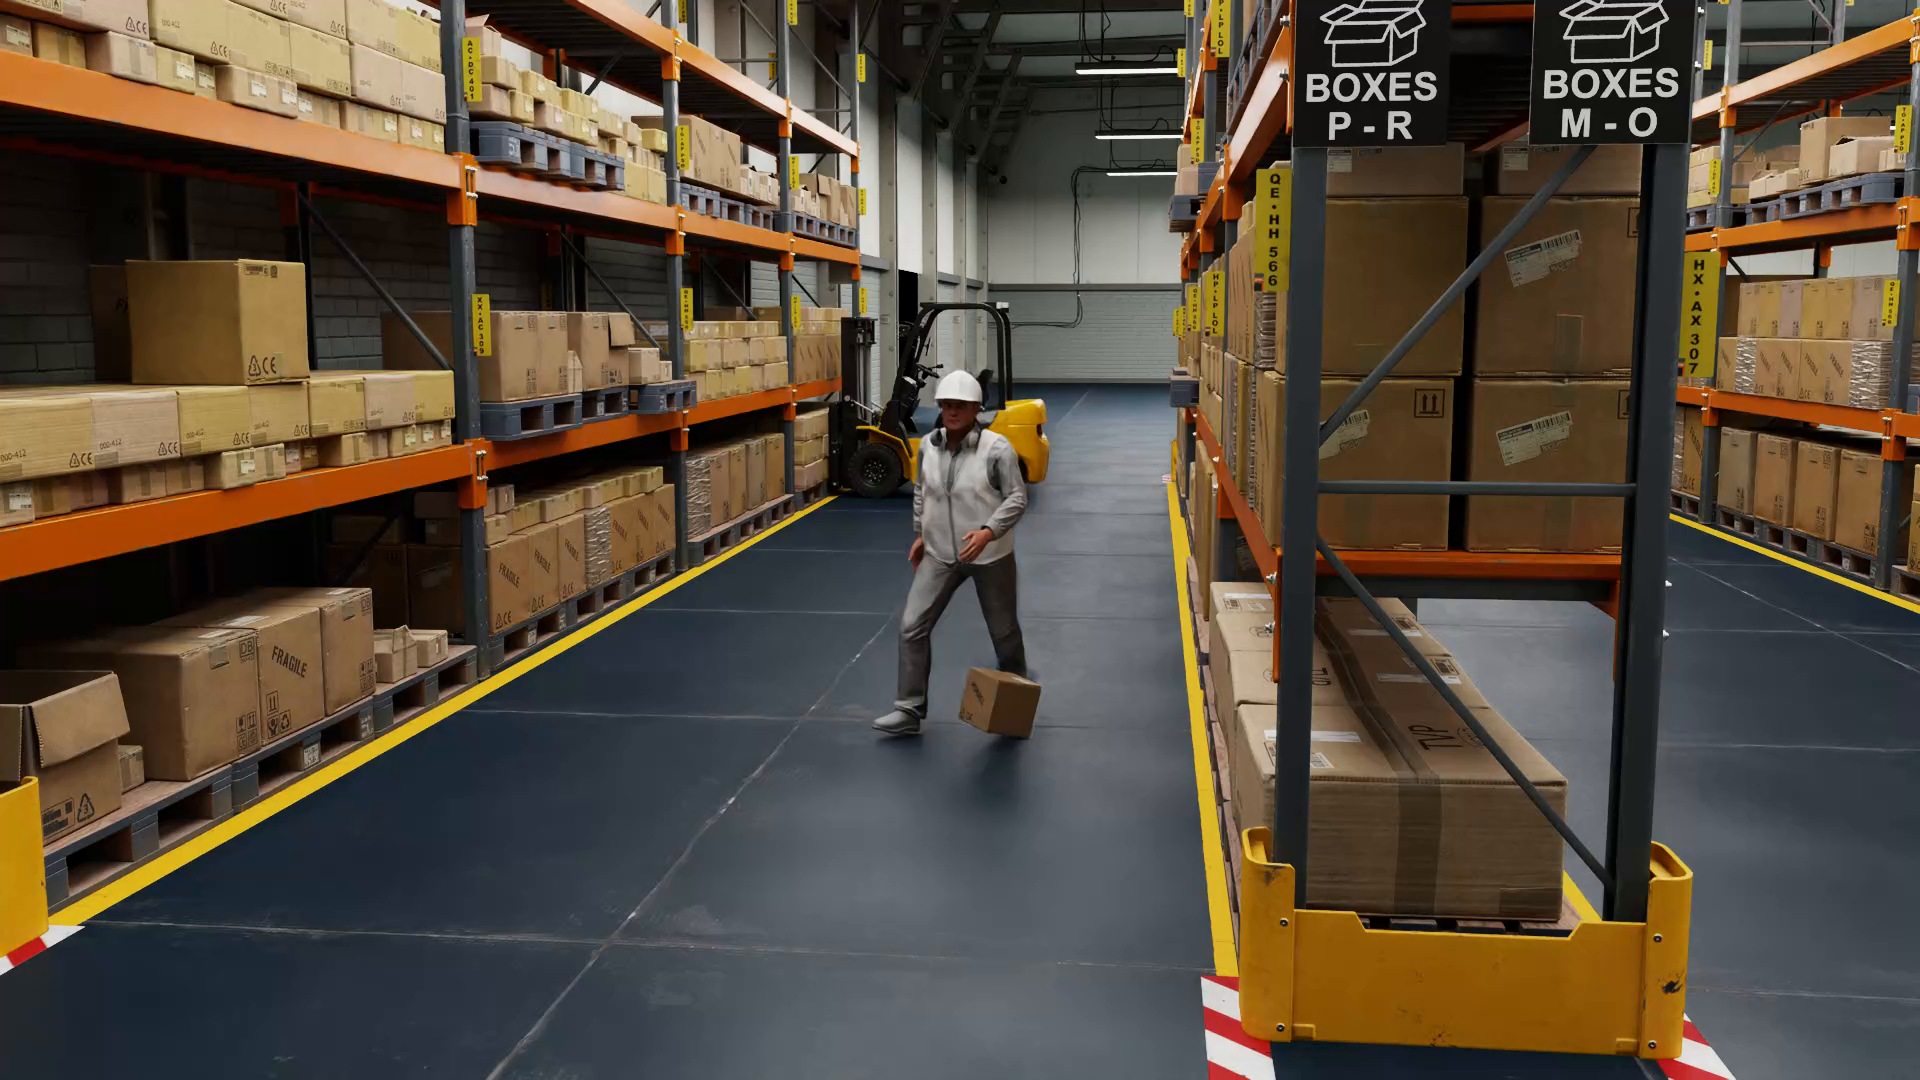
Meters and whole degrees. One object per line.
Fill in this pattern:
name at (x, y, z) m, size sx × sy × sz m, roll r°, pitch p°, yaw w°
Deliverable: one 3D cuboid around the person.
person at (0.029, 0.049, 7.932) m, size 0.685 × 1.718 × 0.835 m, roll 3°, pitch 8°, yaw 20°
